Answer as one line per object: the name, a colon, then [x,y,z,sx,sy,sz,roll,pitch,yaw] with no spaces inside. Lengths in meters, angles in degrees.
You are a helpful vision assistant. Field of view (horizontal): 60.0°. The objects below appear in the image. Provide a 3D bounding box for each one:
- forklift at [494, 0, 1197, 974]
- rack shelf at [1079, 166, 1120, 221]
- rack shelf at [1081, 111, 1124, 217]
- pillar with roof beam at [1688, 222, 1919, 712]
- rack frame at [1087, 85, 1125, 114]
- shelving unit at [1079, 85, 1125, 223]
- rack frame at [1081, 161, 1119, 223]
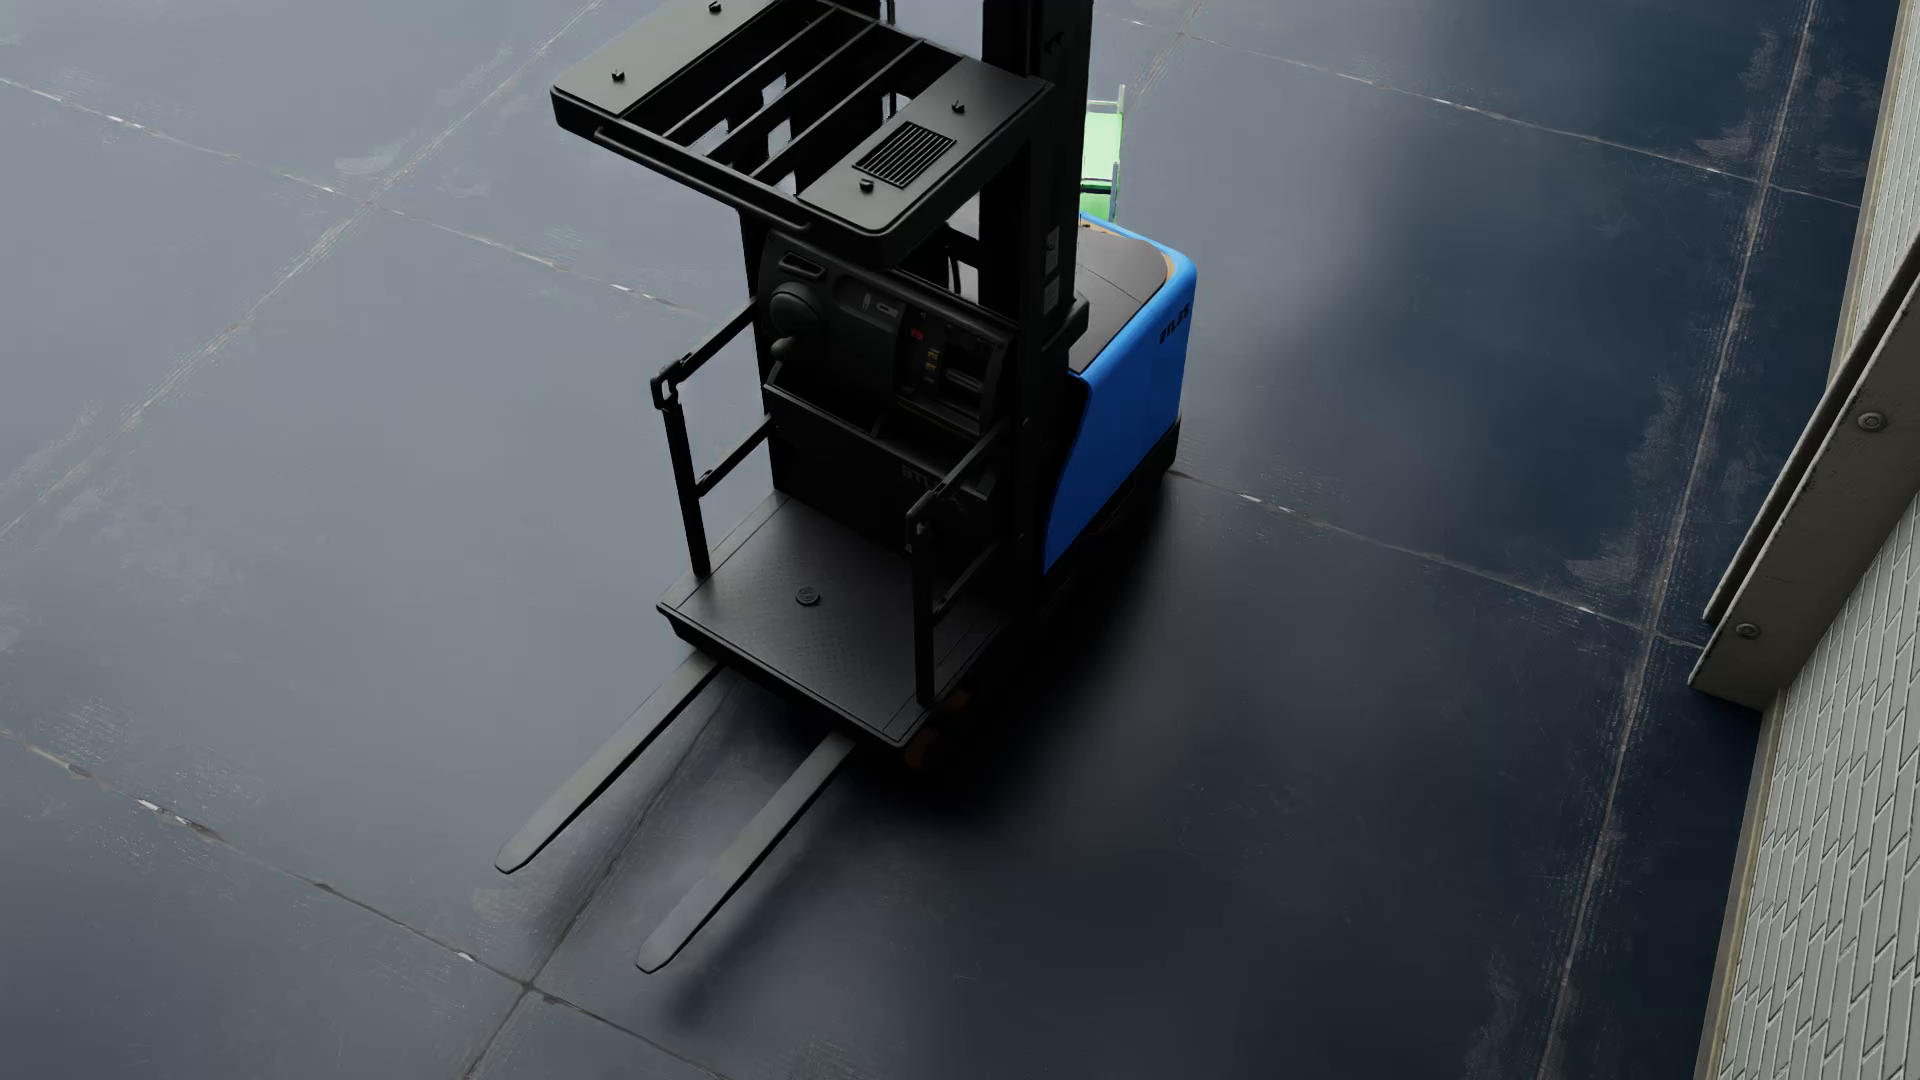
forklift: [-0.373,-0.557,5.114,1.130,2.935,3.031,28,55,22]
rack shelf: [0.498,-1.324,6.672,0.258,0.148,0.480,5,50,4]
rack shelf: [0.498,-1.479,6.490,0.258,0.148,0.480,5,50,4]
pillar with roof beam: [-0.996,-3.868,3.948,9.100,9.000,0.400,20,52,16]
rack frame: [0.524,-1.394,6.964,0.240,1.200,0.015,5,50,4]
shelving unit: [0.498,-1.210,6.806,0.258,1.200,0.503,5,50,4]
rack frame: [0.471,-1.025,6.649,0.240,1.200,0.015,5,50,4]
